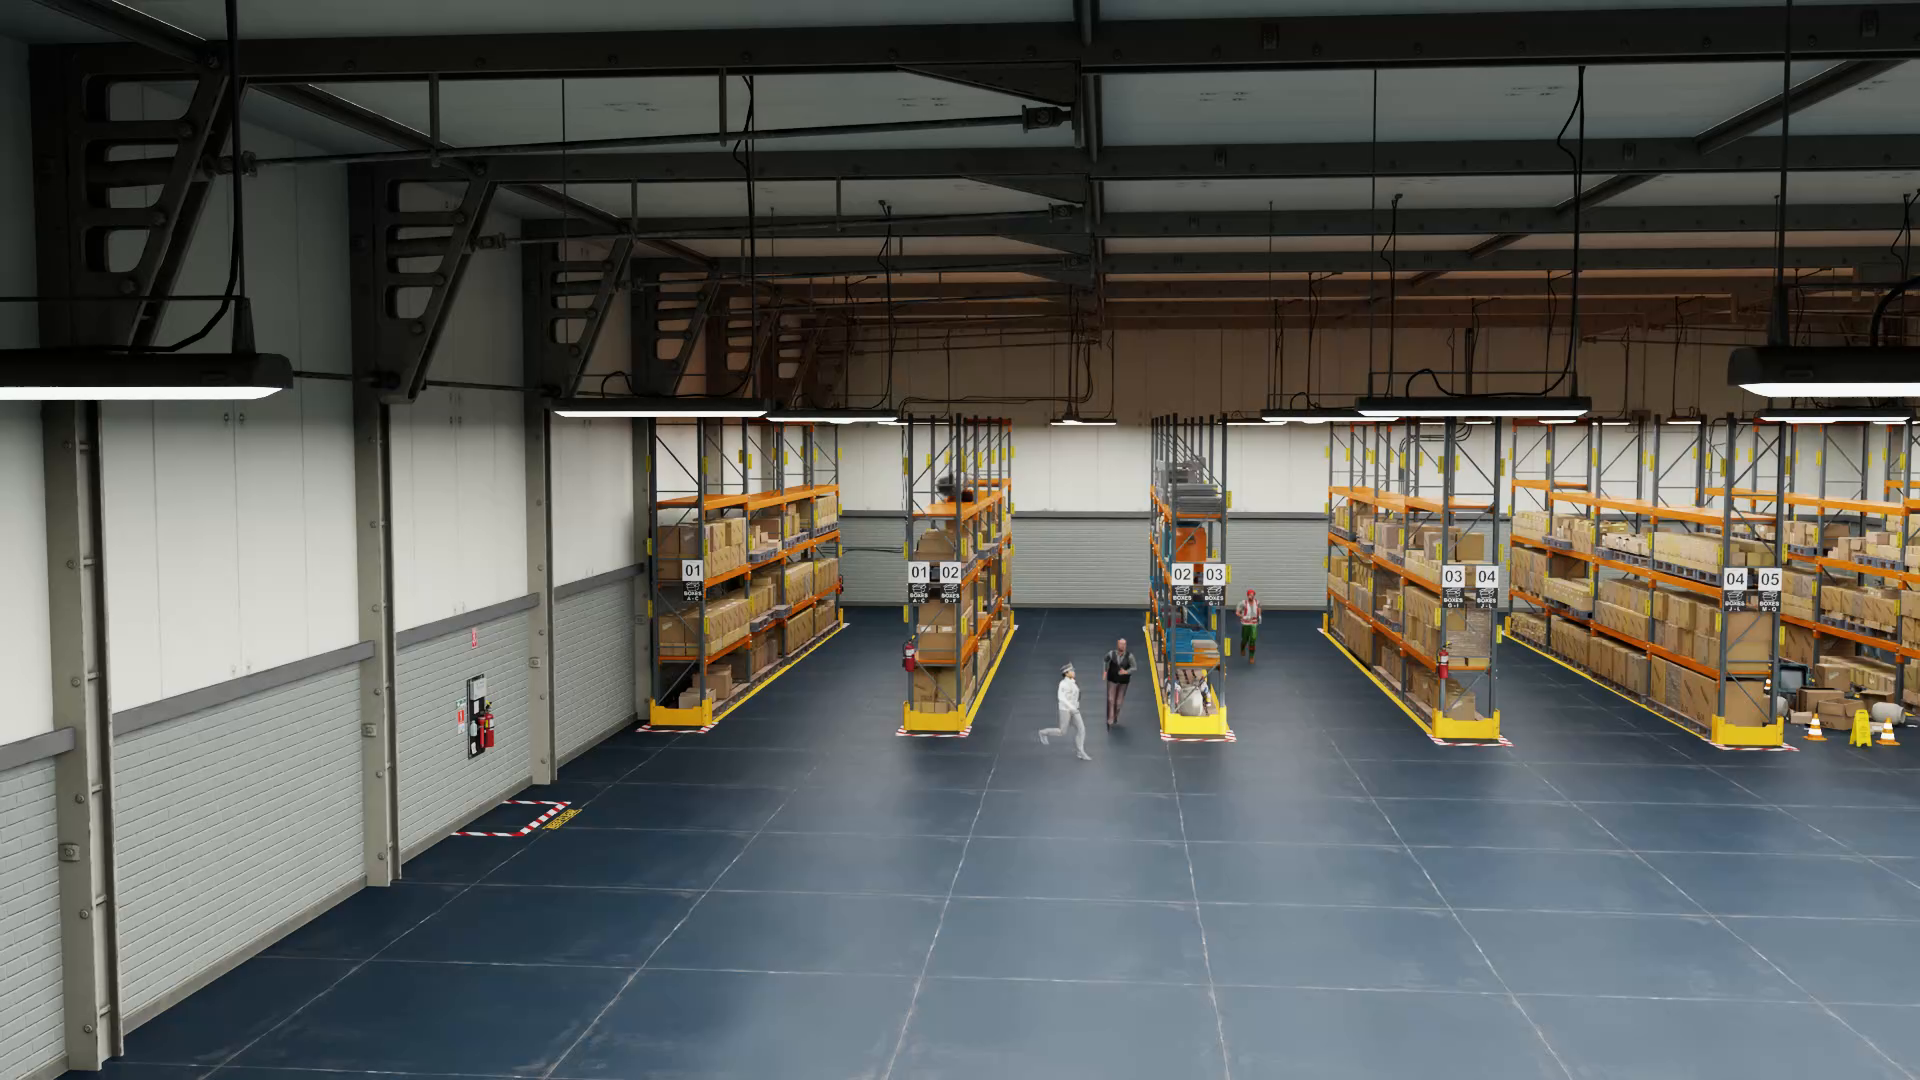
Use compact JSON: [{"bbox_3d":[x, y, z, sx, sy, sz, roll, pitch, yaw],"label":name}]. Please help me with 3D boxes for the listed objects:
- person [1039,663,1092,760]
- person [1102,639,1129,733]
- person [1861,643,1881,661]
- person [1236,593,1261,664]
[{"bbox_3d":[1.848,2.967,28.907,0.976,1.687,0.372,2,5,32],"label":"person"},{"bbox_3d":[2.973,2.754,31.670,0.517,1.766,0.868,0,4,2],"label":"person"},{"bbox_3d":[22.220,2.124,40.633,0.669,1.705,0.732,0,4,-1],"label":"person"},{"bbox_3d":[7.083,2.109,40.759,0.686,1.734,1.029,0,4,-7],"label":"person"}]
